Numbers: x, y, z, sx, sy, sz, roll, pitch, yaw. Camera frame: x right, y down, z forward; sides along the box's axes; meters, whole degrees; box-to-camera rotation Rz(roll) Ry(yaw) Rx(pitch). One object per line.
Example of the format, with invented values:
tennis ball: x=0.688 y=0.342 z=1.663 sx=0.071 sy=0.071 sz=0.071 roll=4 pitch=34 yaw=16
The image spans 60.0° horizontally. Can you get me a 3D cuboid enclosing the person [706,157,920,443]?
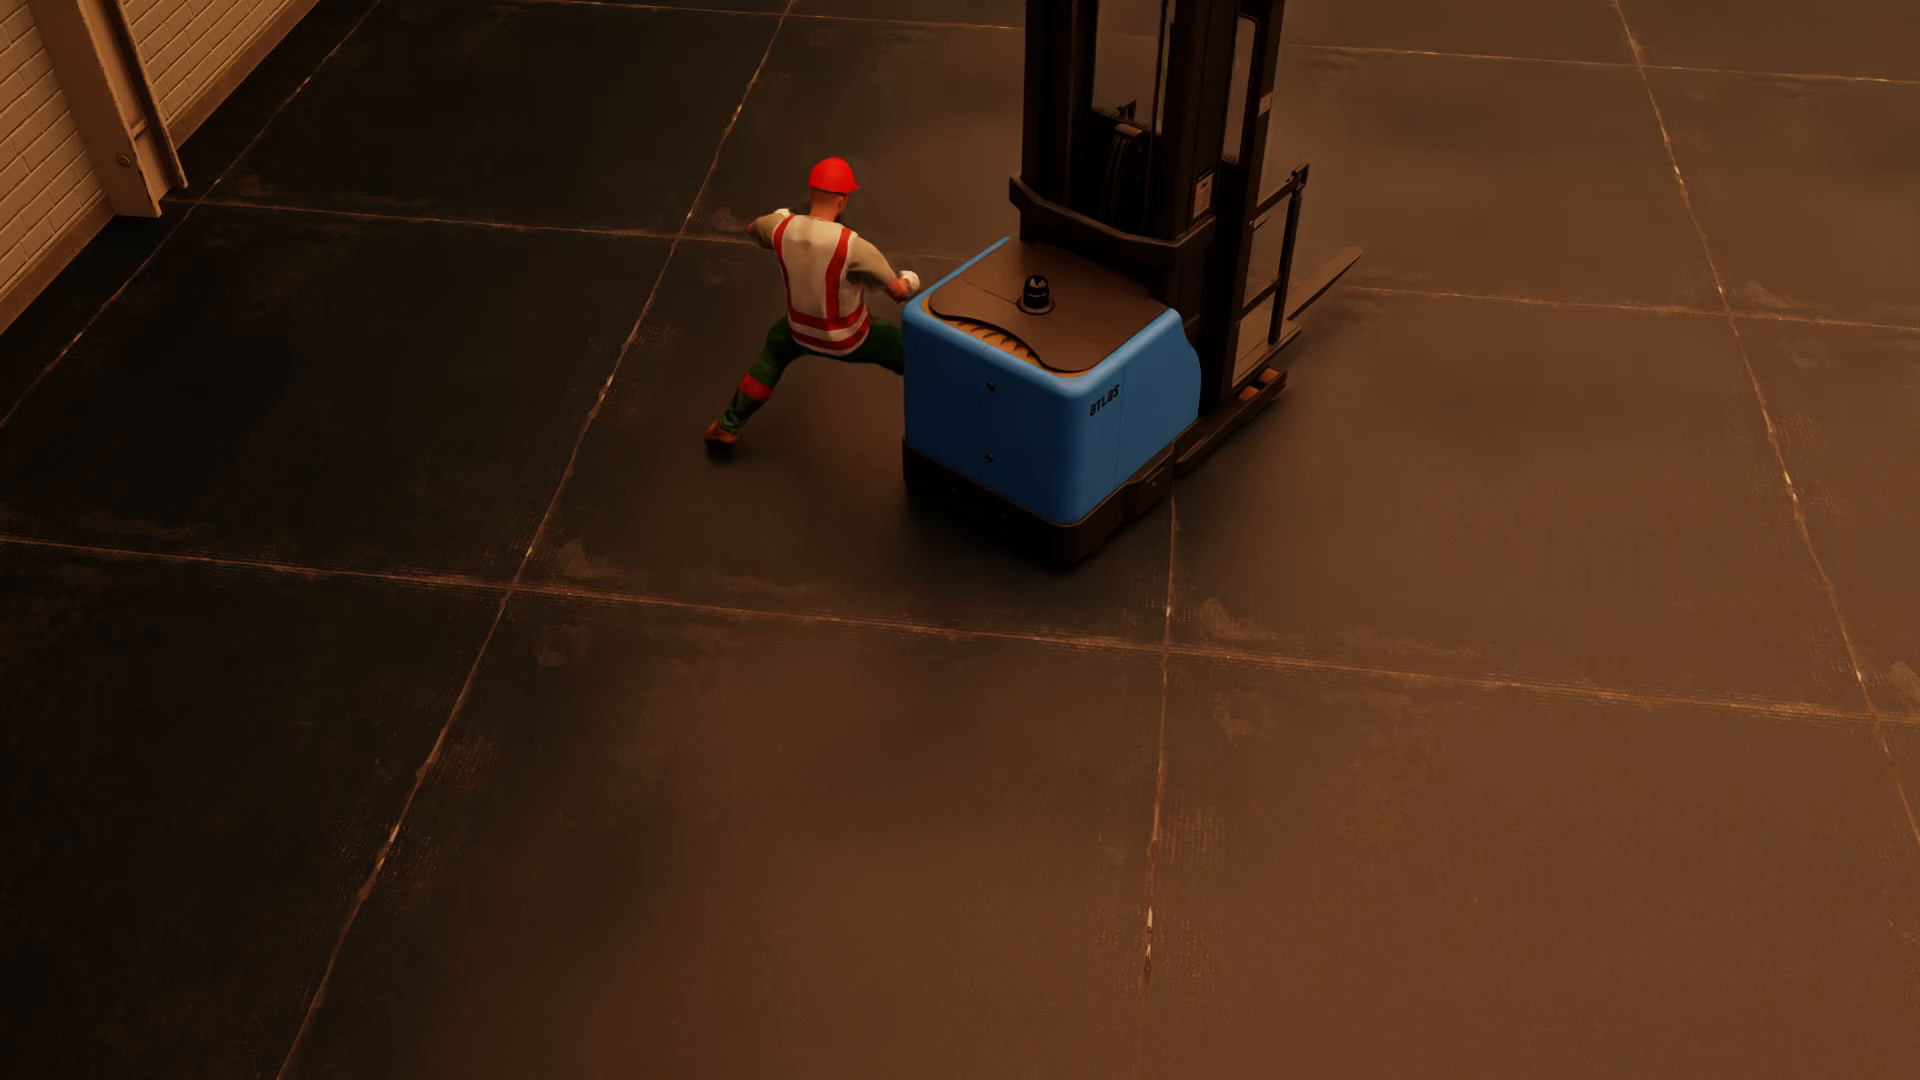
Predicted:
person: x=-0.587 y=-1.151 z=7.994 sx=1.227 sy=1.591 sz=0.976 roll=19 pitch=46 yaw=19

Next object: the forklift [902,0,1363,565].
forklift: x=1.045 y=-1.898 z=7.790 sx=1.130 sy=2.935 sz=3.031 roll=29 pitch=50 yaw=28
